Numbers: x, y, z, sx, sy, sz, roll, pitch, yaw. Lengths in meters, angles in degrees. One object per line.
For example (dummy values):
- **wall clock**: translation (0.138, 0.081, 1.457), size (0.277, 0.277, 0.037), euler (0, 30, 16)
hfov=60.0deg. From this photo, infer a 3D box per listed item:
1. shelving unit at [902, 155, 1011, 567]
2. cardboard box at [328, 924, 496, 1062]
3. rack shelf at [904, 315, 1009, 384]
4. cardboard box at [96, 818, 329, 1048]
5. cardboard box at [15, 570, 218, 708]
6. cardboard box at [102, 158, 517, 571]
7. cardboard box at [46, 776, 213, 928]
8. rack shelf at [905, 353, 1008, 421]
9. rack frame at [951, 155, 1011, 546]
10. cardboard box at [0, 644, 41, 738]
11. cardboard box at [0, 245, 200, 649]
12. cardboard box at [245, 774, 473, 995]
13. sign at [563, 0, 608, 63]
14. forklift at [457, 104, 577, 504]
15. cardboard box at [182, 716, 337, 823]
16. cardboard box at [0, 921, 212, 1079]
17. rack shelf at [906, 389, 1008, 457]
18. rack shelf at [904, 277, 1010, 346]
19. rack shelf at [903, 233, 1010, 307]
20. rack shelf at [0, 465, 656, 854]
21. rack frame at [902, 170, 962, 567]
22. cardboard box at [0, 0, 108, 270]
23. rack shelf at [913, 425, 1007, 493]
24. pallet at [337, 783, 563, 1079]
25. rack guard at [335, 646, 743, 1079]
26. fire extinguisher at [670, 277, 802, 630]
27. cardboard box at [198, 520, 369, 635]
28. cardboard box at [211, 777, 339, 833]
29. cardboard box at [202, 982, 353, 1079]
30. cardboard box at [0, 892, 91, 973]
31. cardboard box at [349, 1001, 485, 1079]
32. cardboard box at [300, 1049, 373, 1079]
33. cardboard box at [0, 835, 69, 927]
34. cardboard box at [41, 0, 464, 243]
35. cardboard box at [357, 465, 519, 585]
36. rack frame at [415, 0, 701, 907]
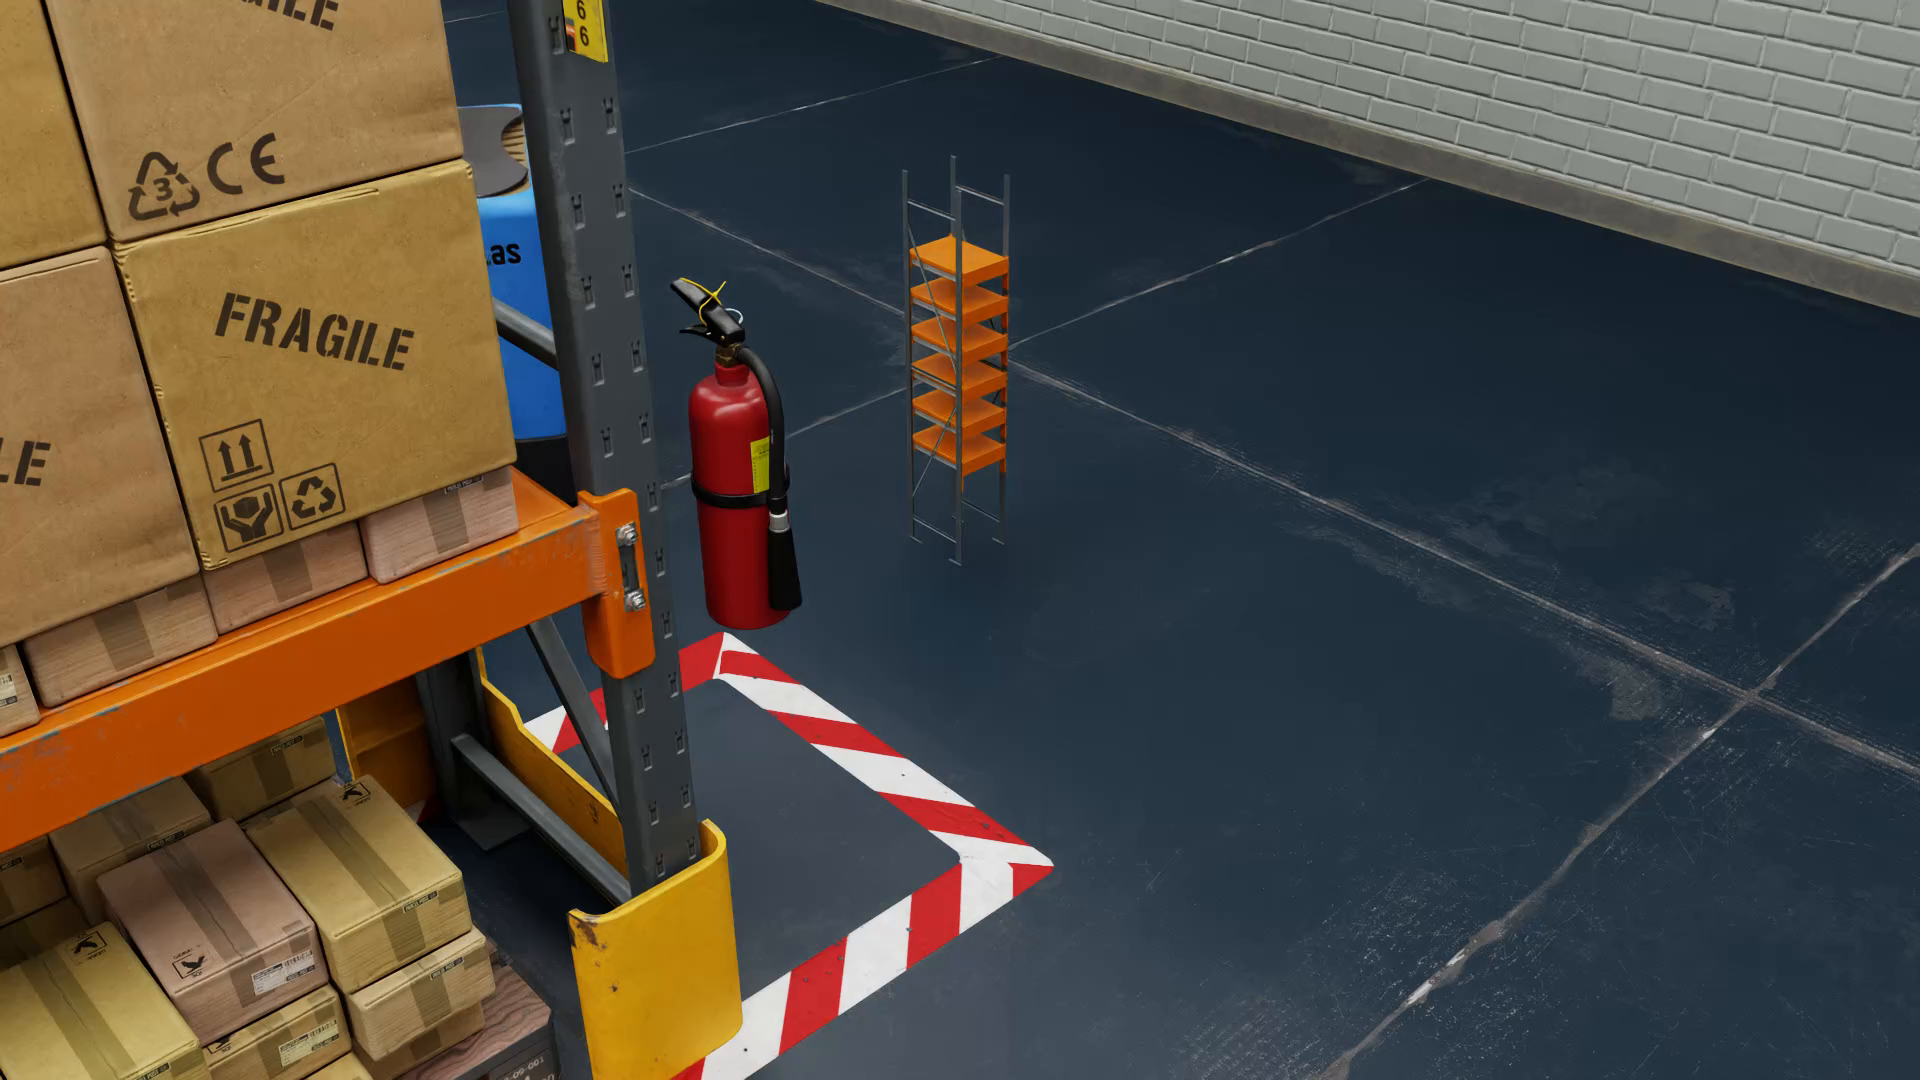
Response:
- **shelving unit**: translation (-0.011, -0.507, 4.929), size (0.189, 1.200, 0.258), euler (-26, 40, -35)
- **cardboard box**: translation (-1.099, 0.771, 3.159), size (0.250, 0.149, 0.380), euler (-27, 41, -37)
- **rack shelf**: translation (-0.011, -0.571, 4.889), size (0.180, 0.103, 0.258), euler (-26, 40, -35)
- **cardboard box**: translation (-1.345, 0.700, 2.990), size (0.250, 0.149, 0.380), euler (-25, 39, -35)
- **cardboard box**: translation (-1.334, 0.064, 2.511), size (0.250, 0.149, 0.380), euler (-26, 40, -36)
- **cardboard box**: translation (-1.060, -0.347, 2.561), size (0.500, 0.500, 0.500), euler (-25, 39, -35)
- **cardboard box**: translation (-1.641, 0.548, 3.239), size (0.250, 0.149, 0.380), euler (-25, 39, -35)
- **rack shelf**: translation (-0.011, -0.469, 4.952), size (0.180, 0.103, 0.258), euler (-26, 40, -35)
- **rack frame**: translation (0.056, -0.539, 4.982), size (0.006, 1.200, 0.240), euler (-26, 40, -35)
- **cardboard box**: translation (-1.505, 0.164, 2.348), size (0.250, 0.149, 0.380), euler (-25, 39, -34)
- **cardboard box**: translation (-1.441, -0.166, 2.266), size (0.500, 0.500, 0.500), euler (-27, 40, -36)
- **cardboard box**: translation (-1.121, 0.633, 3.100), size (0.250, 0.149, 0.380), euler (-25, 40, -35)
- **sign**: translation (-0.543, -0.845, 2.343), size (0.005, 0.325, 0.100), euler (-26, 40, -35)
- **forklift**: translation (-2.752, -1.403, 4.736), size (3.031, 2.935, 1.130), euler (-7, 32, -11)
- **cardboard box**: translation (-1.521, 0.404, 3.474), size (0.380, 0.149, 0.250), euler (27, 41, 37)
- **cardboard box**: translation (-1.448, 0.840, 2.760), size (0.250, 0.149, 0.380), euler (-27, 40, -36)
- **rack shelf**: translation (-0.011, -0.366, 5.014), size (0.180, 0.103, 0.258), euler (-26, 40, -35)
- **rack shelf**: translation (-0.011, -0.674, 4.827), size (0.180, 0.103, 0.258), euler (-26, 40, -35)
- **rack shelf**: translation (-0.011, -0.776, 4.764), size (0.180, 0.103, 0.258), euler (-26, 40, -35)
- **rack shelf**: translation (-2.372, 0.581, 2.114), size (4.000, 0.370, 1.077), euler (-26, 40, -35)
- **rack frame**: translation (-0.078, -0.474, 4.876), size (0.006, 1.200, 0.240), euler (-26, 40, -35)
- **cardboard box**: translation (-1.444, -0.594, 2.007), size (0.500, 0.500, 0.500), euler (-27, 41, -37)
- **rack shelf**: translation (-0.011, -0.264, 5.077), size (0.180, 0.103, 0.258), euler (-26, 40, -35)
- **pallet**: translation (-1.581, 1.056, 3.321), size (1.213, 0.211, 1.003), euler (-26, 40, -35)
- **rack guard**: translation (-0.961, 0.658, 3.695), size (0.348, 0.500, 1.175), euler (-26, 40, -35)
- **fire extinguisher**: translation (-0.407, -0.156, 3.062), size (0.183, 0.674, 0.296), euler (-26, 40, -35)
- **cardboard box**: translation (-1.160, -0.031, 2.665), size (0.250, 0.149, 0.380), euler (-26, 40, -36)
- **cardboard box**: translation (-1.464, 0.562, 3.500), size (0.250, 0.149, 0.380), euler (-24, 39, -34)
- **cardboard box**: translation (-1.327, 0.843, 3.041), size (0.250, 0.149, 0.380), euler (-27, 40, -36)
- **cardboard box**: translation (-1.823, 0.759, 3.179), size (0.250, 0.149, 0.380), euler (-25, 39, -35)
- **cardboard box**: translation (-1.150, 0.868, 3.285), size (0.250, 0.149, 0.380), euler (-25, 39, -35)
- **cardboard box**: translation (-1.269, 0.998, 3.072), size (0.250, 0.149, 0.380), euler (-24, 39, -34)
- **cardboard box**: translation (-1.913, 0.588, 3.173), size (0.250, 0.149, 0.380), euler (-26, 40, -36)
- **cardboard box**: translation (-1.072, -0.774, 2.301), size (0.500, 0.500, 0.500), euler (-27, 40, -36)
- **cardboard box**: translation (-0.952, -0.104, 2.786), size (0.250, 0.149, 0.380), euler (-26, 40, -35)
- **rack frame**: translation (-0.906, -0.435, 3.087), size (0.127, 3.000, 1.000), euler (-26, 40, -35)
